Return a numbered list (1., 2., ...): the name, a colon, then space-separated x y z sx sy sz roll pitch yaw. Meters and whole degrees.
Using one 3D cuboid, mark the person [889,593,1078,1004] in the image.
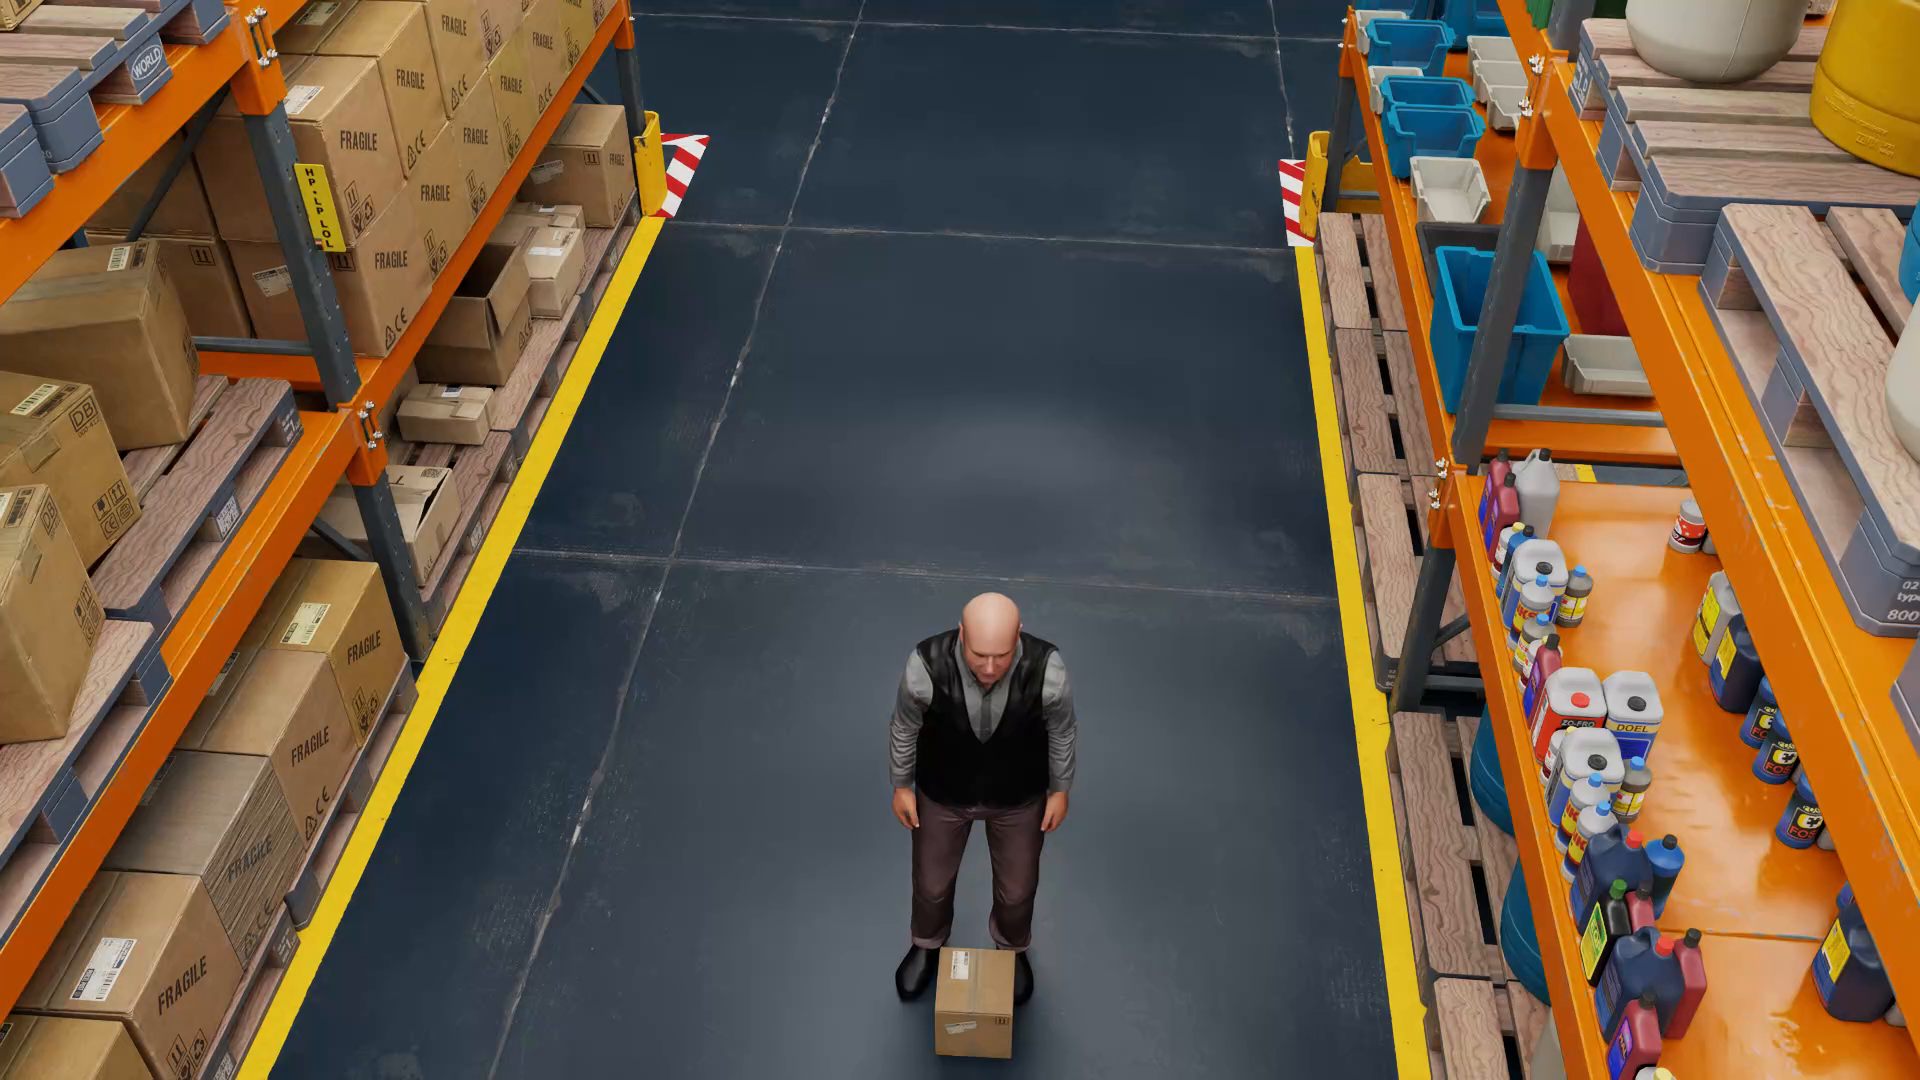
1. person: 0.069 0.789 5.229 0.579 1.719 0.398 2 40 2
